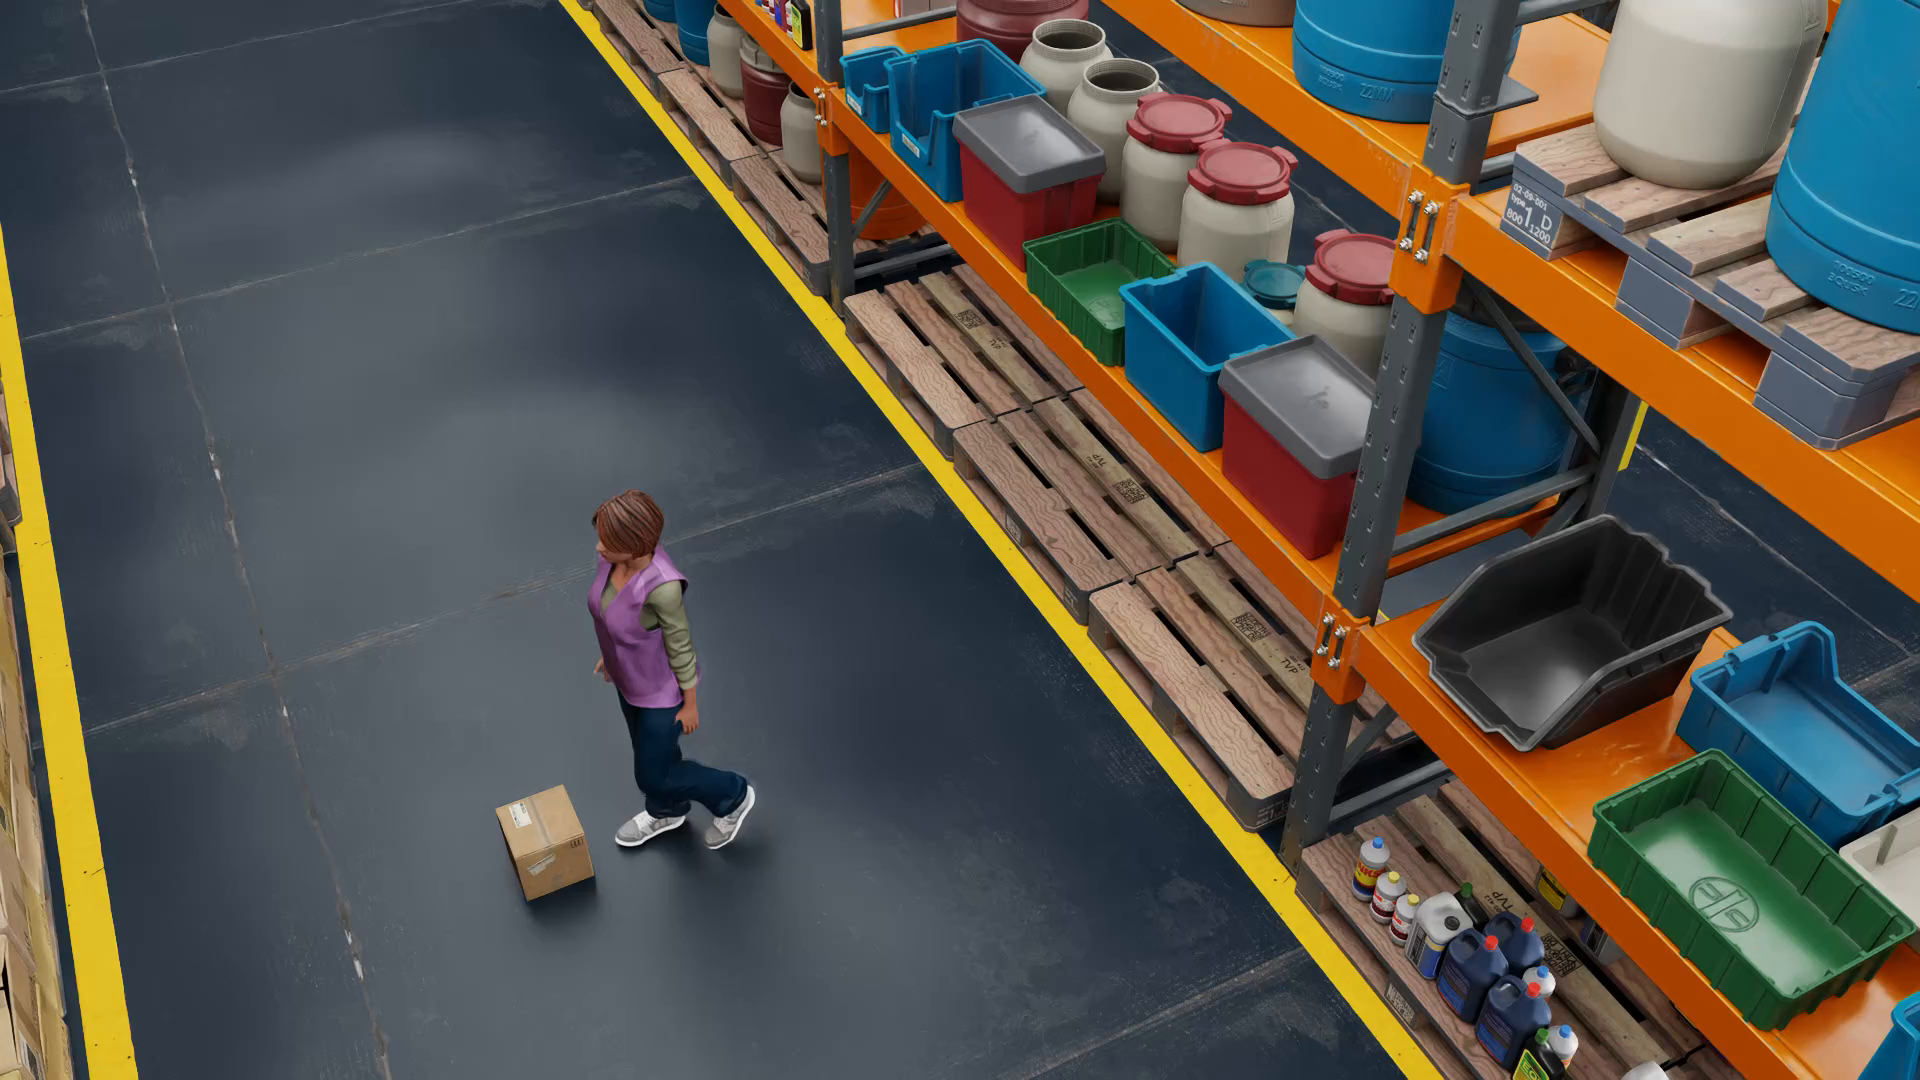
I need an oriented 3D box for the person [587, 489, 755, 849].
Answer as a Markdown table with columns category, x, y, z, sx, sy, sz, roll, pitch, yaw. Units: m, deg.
| category | x | y | z | sx | sy | sz | roll | pitch | yaw |
| --- | --- | --- | --- | --- | --- | --- | --- | --- | --- |
| person | -1.032 | 0.462 | 5.632 | 0.481 | 1.598 | 0.438 | -24 | 47 | -25 |
